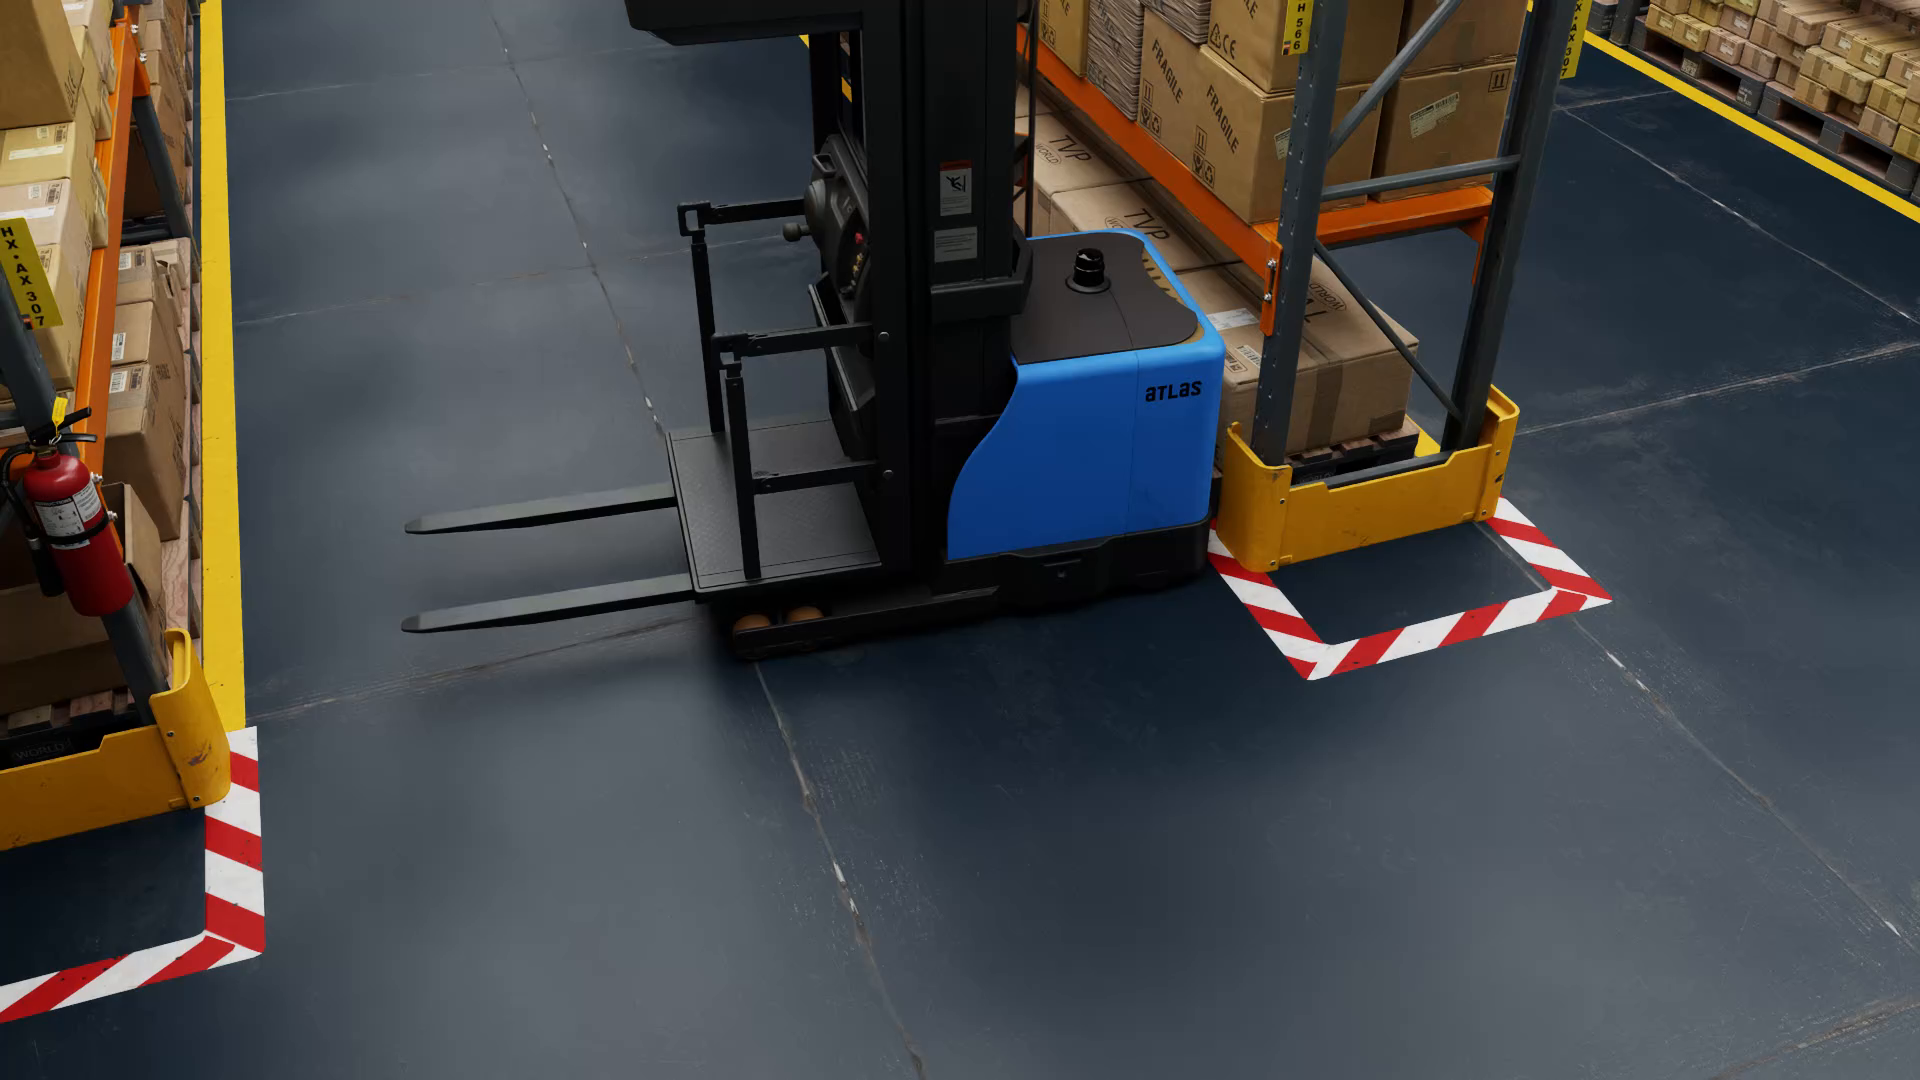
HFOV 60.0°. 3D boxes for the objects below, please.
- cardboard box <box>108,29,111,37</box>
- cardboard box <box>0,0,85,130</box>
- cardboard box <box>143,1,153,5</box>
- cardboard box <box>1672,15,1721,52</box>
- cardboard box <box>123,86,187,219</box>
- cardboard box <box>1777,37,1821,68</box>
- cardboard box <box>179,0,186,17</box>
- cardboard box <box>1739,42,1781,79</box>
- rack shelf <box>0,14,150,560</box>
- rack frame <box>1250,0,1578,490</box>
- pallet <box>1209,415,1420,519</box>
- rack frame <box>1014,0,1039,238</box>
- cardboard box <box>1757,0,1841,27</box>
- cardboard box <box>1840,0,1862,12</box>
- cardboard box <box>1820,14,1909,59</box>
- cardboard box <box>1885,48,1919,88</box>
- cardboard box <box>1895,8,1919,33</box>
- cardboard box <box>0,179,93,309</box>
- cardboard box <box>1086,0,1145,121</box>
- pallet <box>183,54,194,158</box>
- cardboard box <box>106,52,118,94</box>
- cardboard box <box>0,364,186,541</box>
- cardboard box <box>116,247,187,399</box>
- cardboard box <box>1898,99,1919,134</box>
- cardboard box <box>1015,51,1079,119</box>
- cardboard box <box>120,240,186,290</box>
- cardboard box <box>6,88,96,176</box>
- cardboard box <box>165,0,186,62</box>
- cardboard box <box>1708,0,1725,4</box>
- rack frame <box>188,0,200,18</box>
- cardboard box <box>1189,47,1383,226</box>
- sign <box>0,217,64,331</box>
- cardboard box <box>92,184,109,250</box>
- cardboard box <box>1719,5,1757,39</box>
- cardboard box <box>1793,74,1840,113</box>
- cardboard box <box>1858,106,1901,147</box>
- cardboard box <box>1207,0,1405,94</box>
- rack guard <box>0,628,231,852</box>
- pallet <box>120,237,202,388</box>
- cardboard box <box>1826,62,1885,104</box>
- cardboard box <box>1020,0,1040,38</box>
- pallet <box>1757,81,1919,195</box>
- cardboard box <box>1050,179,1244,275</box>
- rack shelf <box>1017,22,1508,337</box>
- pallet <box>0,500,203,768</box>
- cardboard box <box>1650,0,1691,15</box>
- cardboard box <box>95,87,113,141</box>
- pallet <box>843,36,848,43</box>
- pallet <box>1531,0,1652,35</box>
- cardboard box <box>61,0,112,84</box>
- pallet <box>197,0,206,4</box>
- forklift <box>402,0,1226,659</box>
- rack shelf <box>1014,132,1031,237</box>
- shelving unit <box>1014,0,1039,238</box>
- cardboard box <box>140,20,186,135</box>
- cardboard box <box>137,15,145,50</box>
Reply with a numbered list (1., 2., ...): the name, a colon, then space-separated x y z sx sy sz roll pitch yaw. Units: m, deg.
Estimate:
1. cardboard box: -4.064 -2.289 7.504 0.380 0.149 0.250 -12 39 -15
2. cardboard box: -3.454 -1.775 5.868 0.500 0.500 0.500 -11 38 -15
3. cardboard box: -4.949 -3.224 9.726 0.380 0.149 0.250 -14 39 -18
4. cardboard box: 4.777 -3.235 10.572 0.380 0.149 0.250 -11 38 -15
5. cardboard box: -4.366 -2.006 8.649 0.500 0.500 0.500 -11 38 -14
6. cardboard box: 5.138 -2.938 9.930 0.380 0.149 0.250 -11 38 -14
7. cardboard box: -5.440 -3.752 10.966 0.500 0.500 0.500 -11 38 -15
8. cardboard box: 5.045 -2.972 10.224 0.380 0.149 0.250 -13 39 -17
9. rack shelf: -3.722 -1.100 6.315 1.077 0.370 4.000 -12 39 -16
10. rack frame: 1.625 -1.287 5.966 1.000 3.000 0.127 -12 39 -16
11. pallet: 1.277 -0.609 7.383 1.003 0.211 1.213 -12 39 -16
12. rack frame: 0.216 -1.397 6.860 0.015 2.100 0.400 16 40 20
13. cardboard box: 5.069 -3.215 10.051 0.380 0.149 0.250 -13 39 -17
14. cardboard box: 5.462 -3.310 10.178 0.380 0.149 0.250 -11 38 -14
15. cardboard box: 5.251 -2.917 9.656 0.380 0.149 0.250 -14 39 -18
16. cardboard box: 5.416 -2.628 9.271 0.380 0.149 0.250 -14 39 -17
17. cardboard box: 5.746 -3.027 9.801 0.380 0.149 0.250 -14 39 -18
18. cardboard box: -3.111 -0.913 5.346 0.500 0.250 0.500 -12 39 -15
19. cardboard box: 0.866 -2.120 6.988 0.500 0.500 0.500 -11 38 -15
20. pallet: -5.150 -2.545 9.953 1.003 0.211 1.213 -12 39 -16
21. cardboard box: -3.842 -2.004 7.127 0.380 0.149 0.250 -11 38 -15
22. cardboard box: -3.413 -0.283 6.361 0.700 0.500 0.500 -11 38 -14
23. cardboard box: -3.770 -0.869 7.139 0.700 0.500 0.500 -14 39 -18
24. cardboard box: 5.418 -2.339 9.135 0.380 0.149 0.250 -12 39 -15
25. cardboard box: 0.364 -2.314 9.110 0.875 0.438 0.875 -13 39 -17
26. cardboard box: -3.943 -1.292 7.993 0.380 0.149 0.250 -14 39 -17
27. cardboard box: -3.484 -1.483 6.103 0.500 0.250 0.500 -13 39 -17
28. cardboard box: -5.095 -3.172 10.196 0.500 0.500 0.500 -11 38 -14
29. cardboard box: 4.825 -3.490 10.416 0.380 0.149 0.250 -11 38 -14
30. rack frame: -5.787 -4.777 10.598 1.000 3.000 0.127 -12 39 -16
31. cardboard box: 1.211 -1.545 6.225 0.500 0.500 0.500 -12 39 -16
32. sign: -2.525 -0.716 4.487 0.100 0.325 0.005 -12 39 -16
33. cardboard box: -3.286 -1.138 5.976 0.380 0.149 0.250 -14 39 -17
34. cardboard box: 4.975 -3.251 10.346 0.380 0.149 0.250 -13 39 -16
35. cardboard box: 5.170 -2.661 9.810 0.380 0.149 0.250 -13 39 -17
36. cardboard box: 5.349 -2.370 9.424 0.380 0.149 0.250 -12 39 -15
37. cardboard box: 1.236 -1.949 5.931 0.500 0.500 0.500 -11 38 -14
38. rack guard: -3.060 0.698 5.408 1.175 0.500 0.348 -12 39 -16
39. pallet: -4.175 -1.015 7.922 1.003 0.211 1.213 -12 39 -16
40. cardboard box: 5.226 -2.637 9.532 0.380 0.149 0.250 -12 39 -15
41. cardboard box: 0.499 -2.700 7.758 0.500 0.500 0.500 -12 39 -16
42. pallet: 5.550 -2.452 9.830 1.003 0.211 1.213 -12 39 -16
43. cardboard box: 0.981 -1.299 7.762 0.875 0.438 0.875 -11 38 -15
44. rack shelf: 0.937 -2.130 7.682 1.077 0.370 4.000 -12 39 -16
45. pallet: -3.335 0.364 6.092 1.003 0.211 1.213 -12 39 -16
46. cardboard box: 4.686 -3.505 10.684 0.380 0.149 0.250 -11 38 -14
47. cardboard box: -3.662 -1.712 6.739 0.380 0.149 0.250 -13 39 -17
48. pallet: -0.511 -3.544 11.279 1.003 0.211 1.213 -12 39 -16
49. pallet: 4.592 -3.954 11.824 1.003 0.211 1.213 -12 39 -16
50. cardboard box: -3.820 -2.059 6.867 0.500 0.250 0.500 -12 39 -16
51. pallet: -6.034 -4.136 12.065 1.003 0.211 1.213 -12 39 -16
52. forklift: -0.607 -1.081 5.749 3.031 2.935 1.130 -8 38 -11
53. rack shelf: -0.003 -1.450 6.953 0.480 0.518 0.431 16 40 20
54. shelving unit: -0.003 -1.461 6.945 0.503 2.100 0.431 16 40 20
55. cardboard box: -4.726 -2.588 9.421 0.500 0.500 0.500 -14 39 -17
56. cardboard box: -4.709 -2.787 9.146 0.380 0.149 0.250 -13 39 -16
